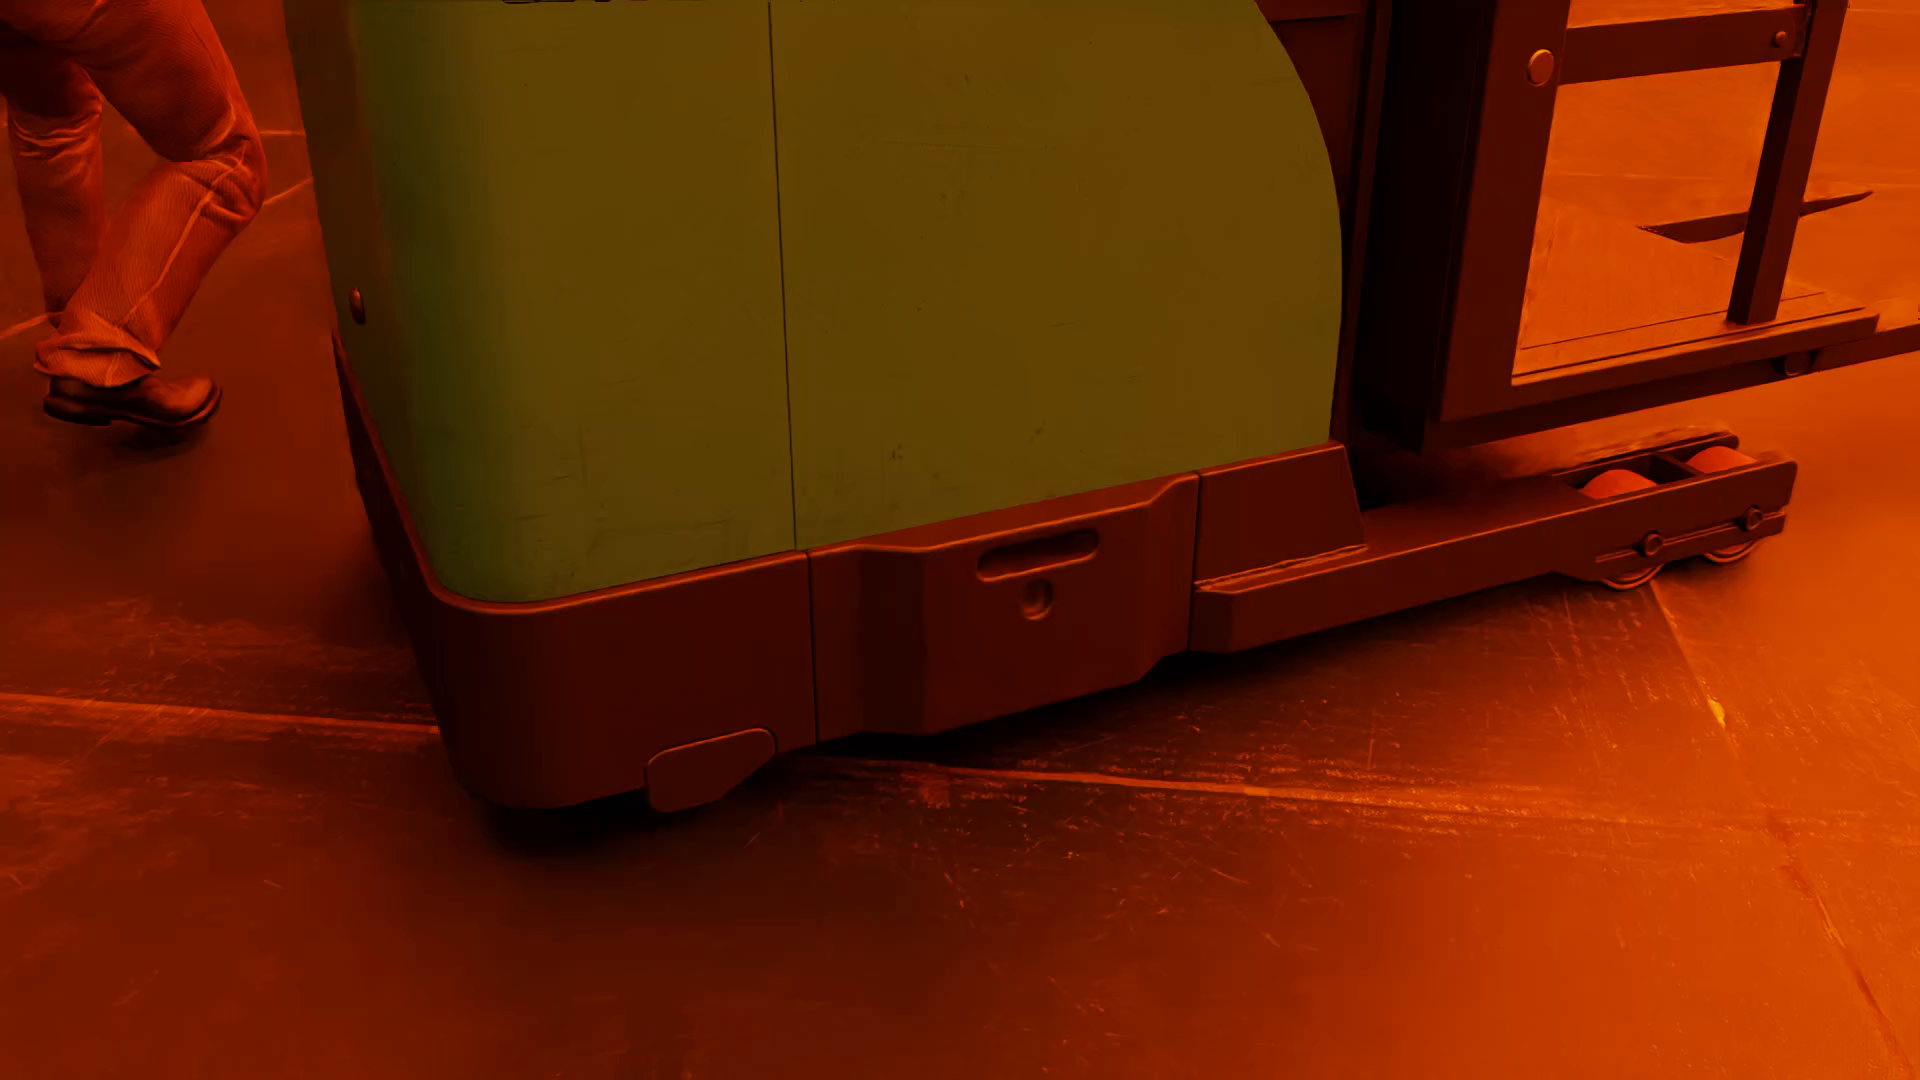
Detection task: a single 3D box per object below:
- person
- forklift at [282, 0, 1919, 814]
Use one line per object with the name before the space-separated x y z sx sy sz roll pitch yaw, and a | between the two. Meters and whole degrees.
person | -1.424 -0.982 2.639 0.925 1.642 0.605 10 28 19
forklift | 0.646 -1.443 2.109 3.031 2.935 1.130 -12 29 -22
